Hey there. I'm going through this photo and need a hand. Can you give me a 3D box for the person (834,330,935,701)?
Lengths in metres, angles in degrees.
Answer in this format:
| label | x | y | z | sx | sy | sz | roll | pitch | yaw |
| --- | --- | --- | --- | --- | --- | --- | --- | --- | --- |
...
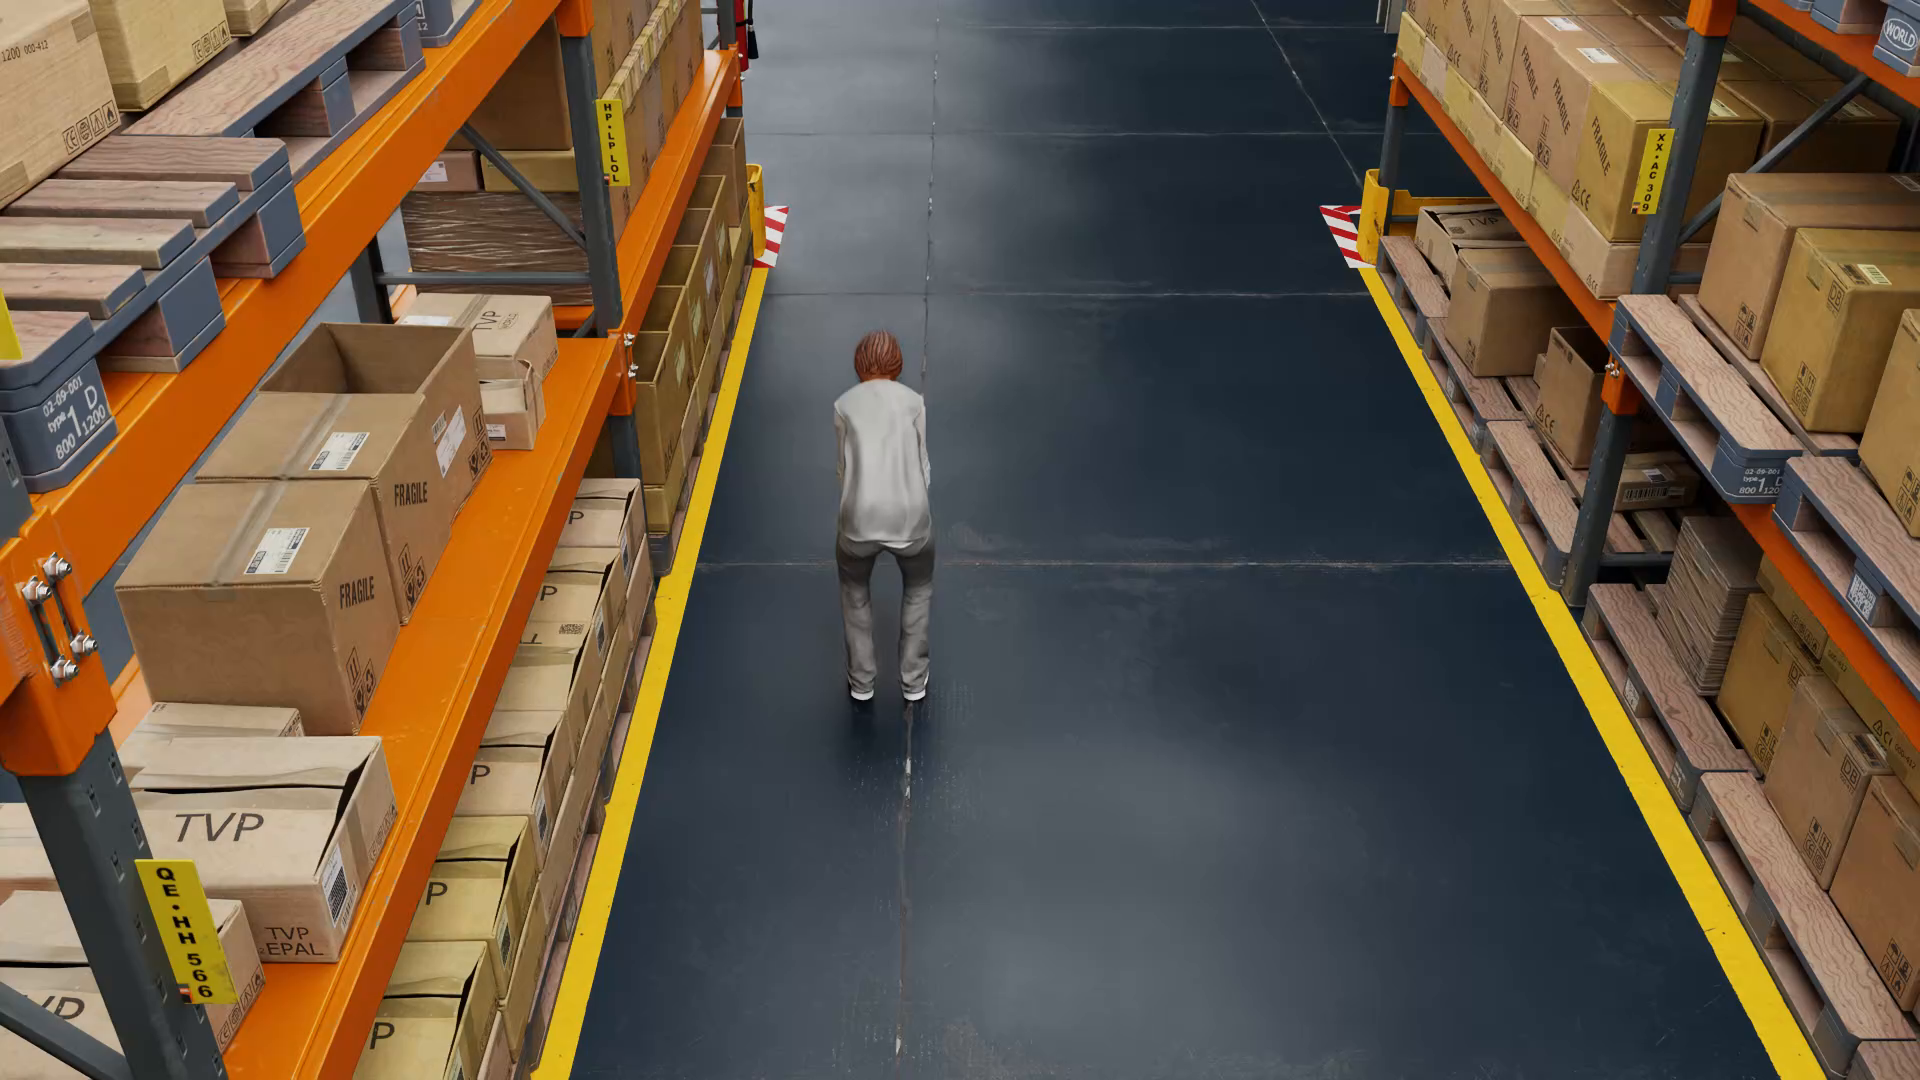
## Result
| label | x | y | z | sx | sy | sz | roll | pitch | yaw |
| --- | --- | --- | --- | --- | --- | --- | --- | --- | --- |
| person | -0.292 | -0.069 | 6.485 | 0.381 | 1.359 | 0.728 | -1 | 32 | -2 |
